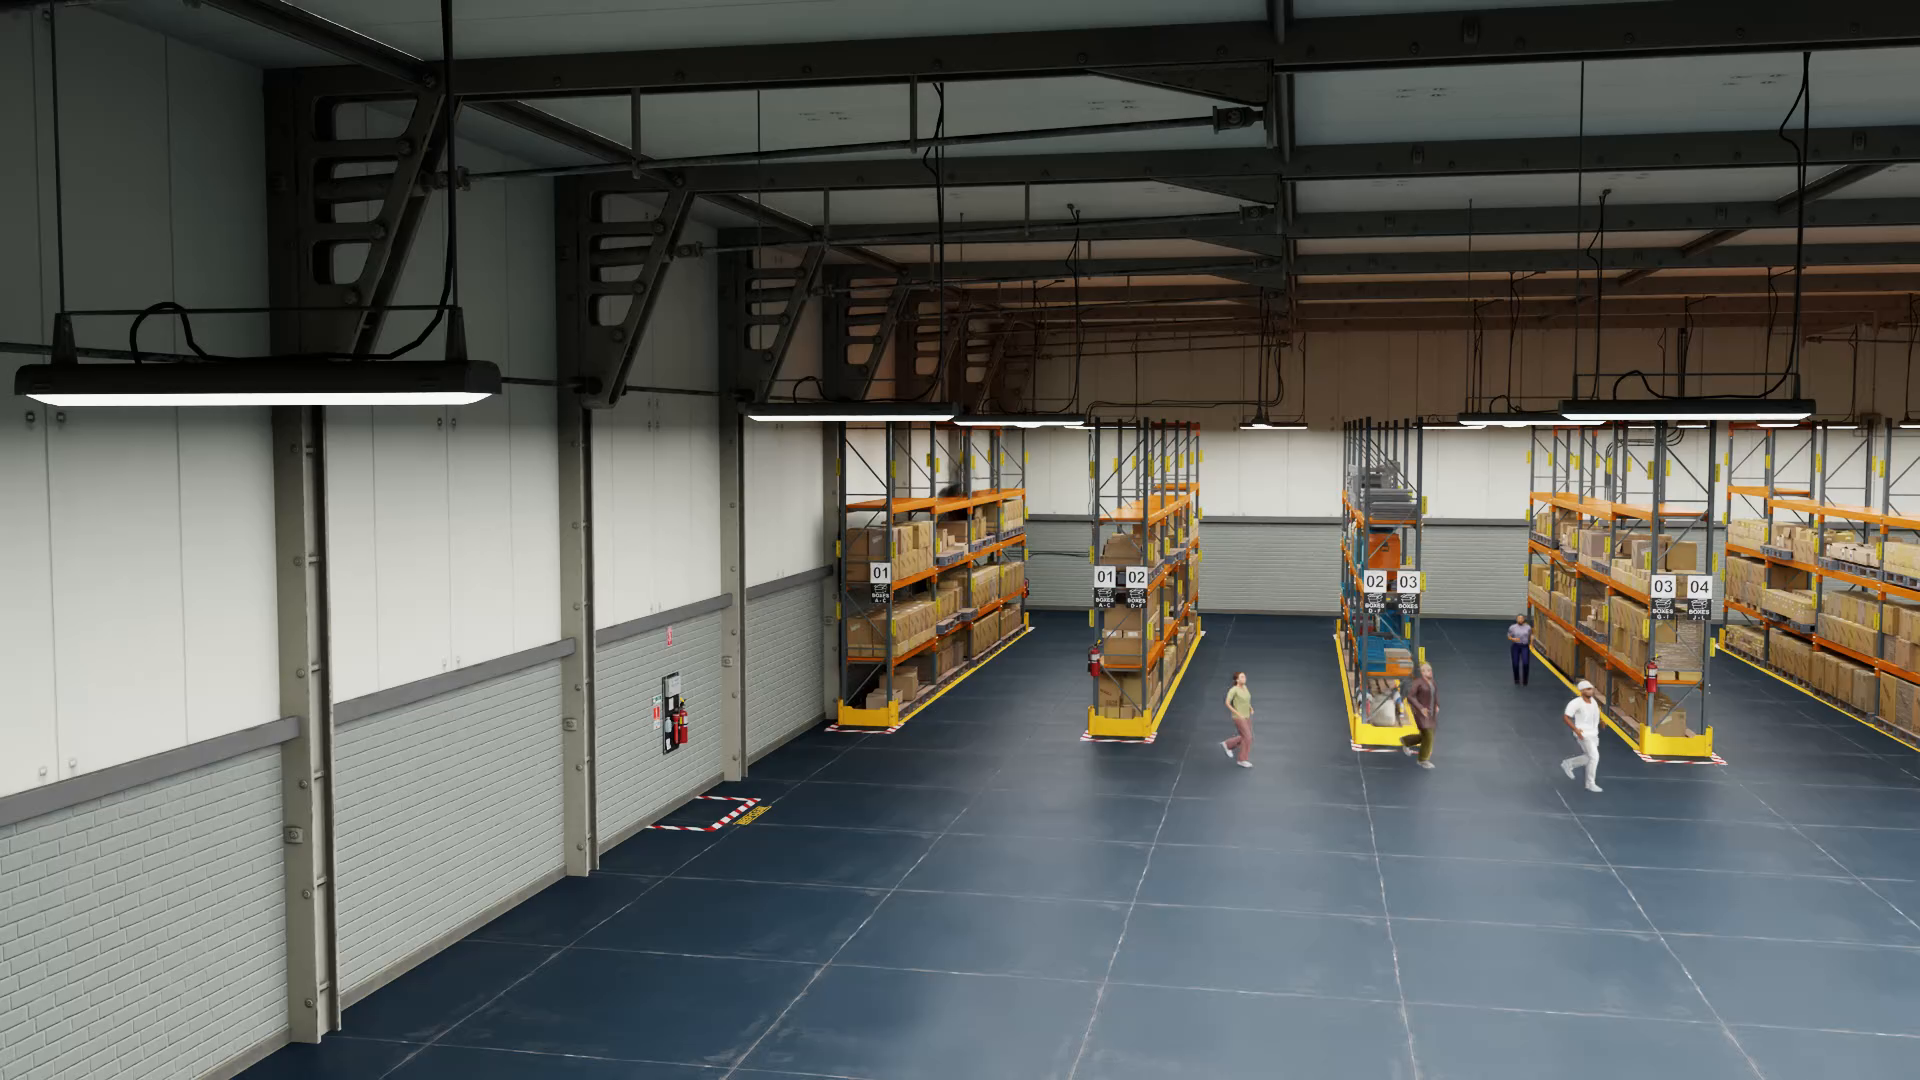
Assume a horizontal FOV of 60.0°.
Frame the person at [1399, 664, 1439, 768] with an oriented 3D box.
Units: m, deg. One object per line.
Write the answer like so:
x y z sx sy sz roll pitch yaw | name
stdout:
7.910 2.999 28.616 0.727 1.772 0.750 -3 5 -40 | person

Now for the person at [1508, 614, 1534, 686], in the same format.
12.633 2.476 37.449 0.582 1.632 0.652 1 4 16 | person

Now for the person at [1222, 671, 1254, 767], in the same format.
4.780 3.057 28.610 0.603 1.644 0.577 3 5 41 | person

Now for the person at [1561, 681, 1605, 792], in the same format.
10.023 3.125 26.733 0.692 1.754 0.751 -3 5 -36 | person
